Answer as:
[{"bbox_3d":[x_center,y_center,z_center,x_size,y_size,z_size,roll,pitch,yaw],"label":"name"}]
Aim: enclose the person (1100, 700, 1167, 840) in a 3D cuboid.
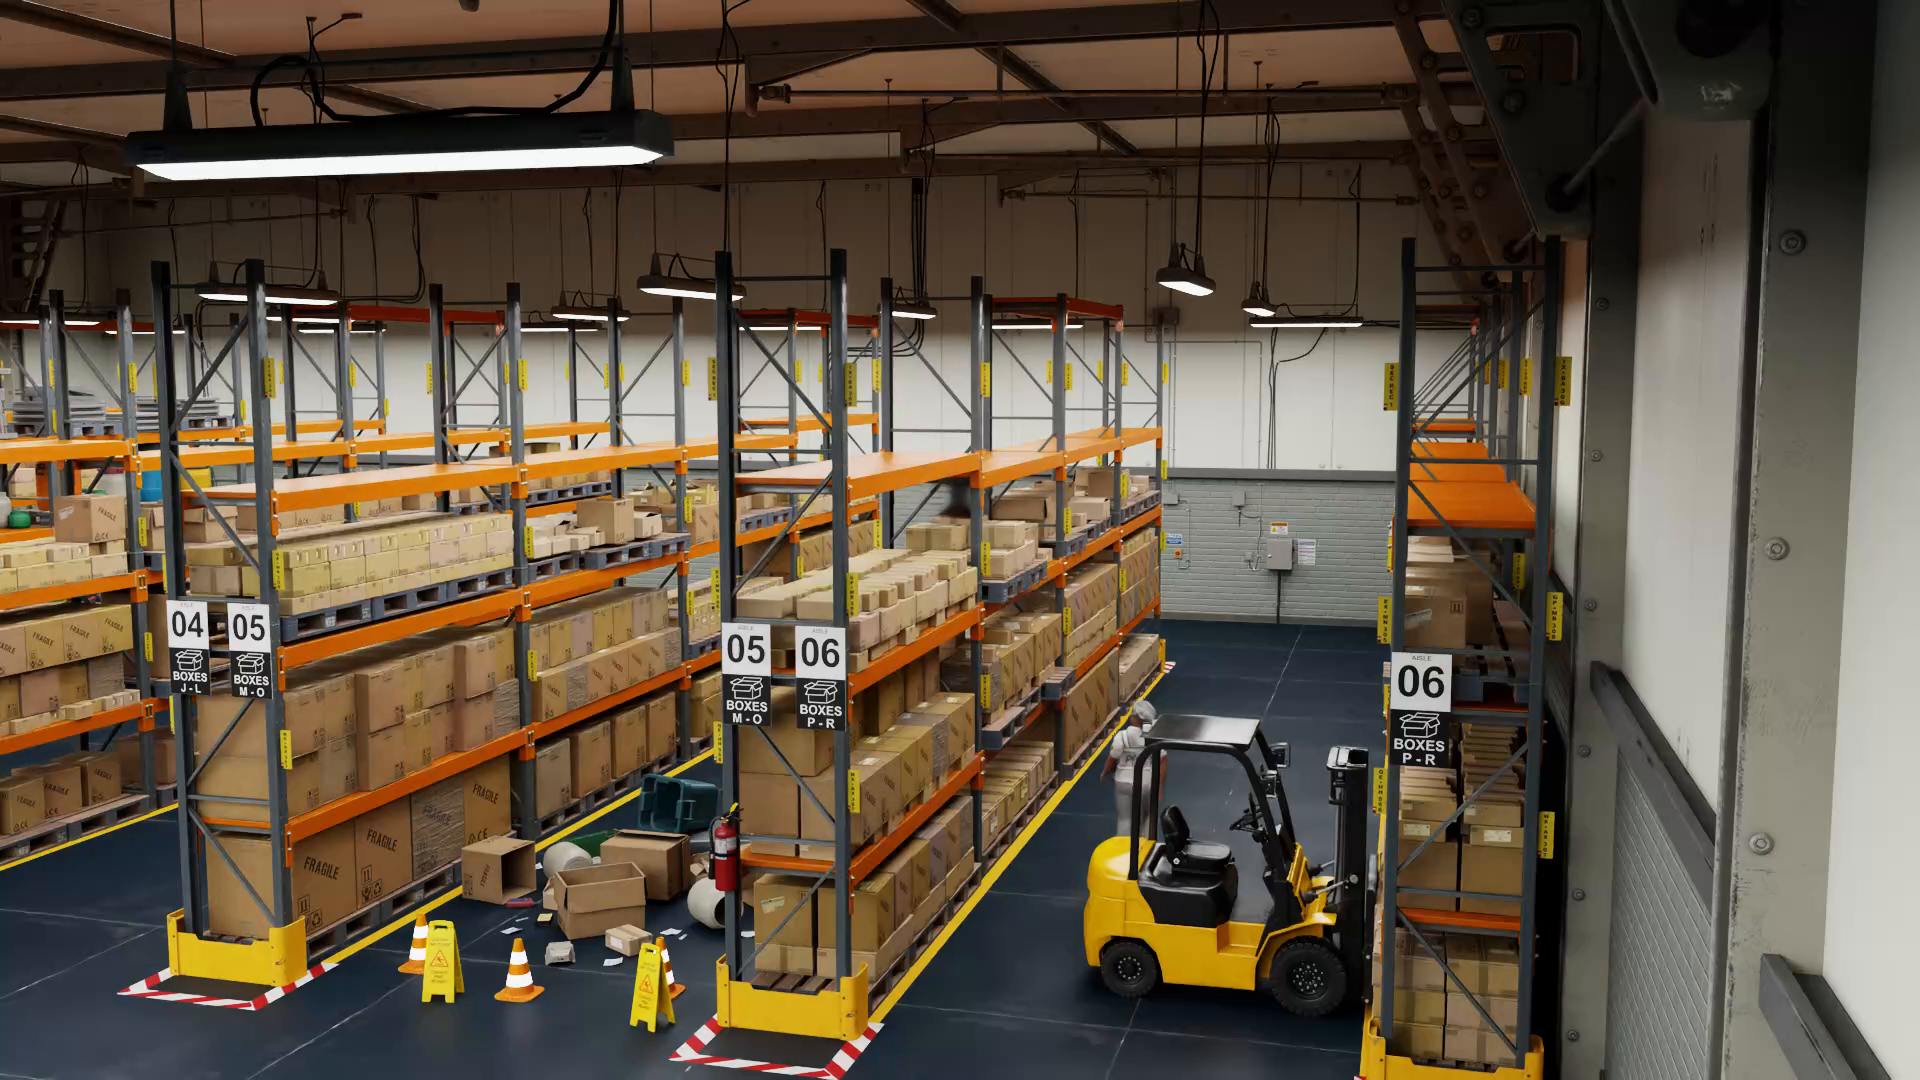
[{"bbox_3d":[1.767,2.502,17.063,0.713,1.797,0.729,2,6,16],"label":"person"}]
